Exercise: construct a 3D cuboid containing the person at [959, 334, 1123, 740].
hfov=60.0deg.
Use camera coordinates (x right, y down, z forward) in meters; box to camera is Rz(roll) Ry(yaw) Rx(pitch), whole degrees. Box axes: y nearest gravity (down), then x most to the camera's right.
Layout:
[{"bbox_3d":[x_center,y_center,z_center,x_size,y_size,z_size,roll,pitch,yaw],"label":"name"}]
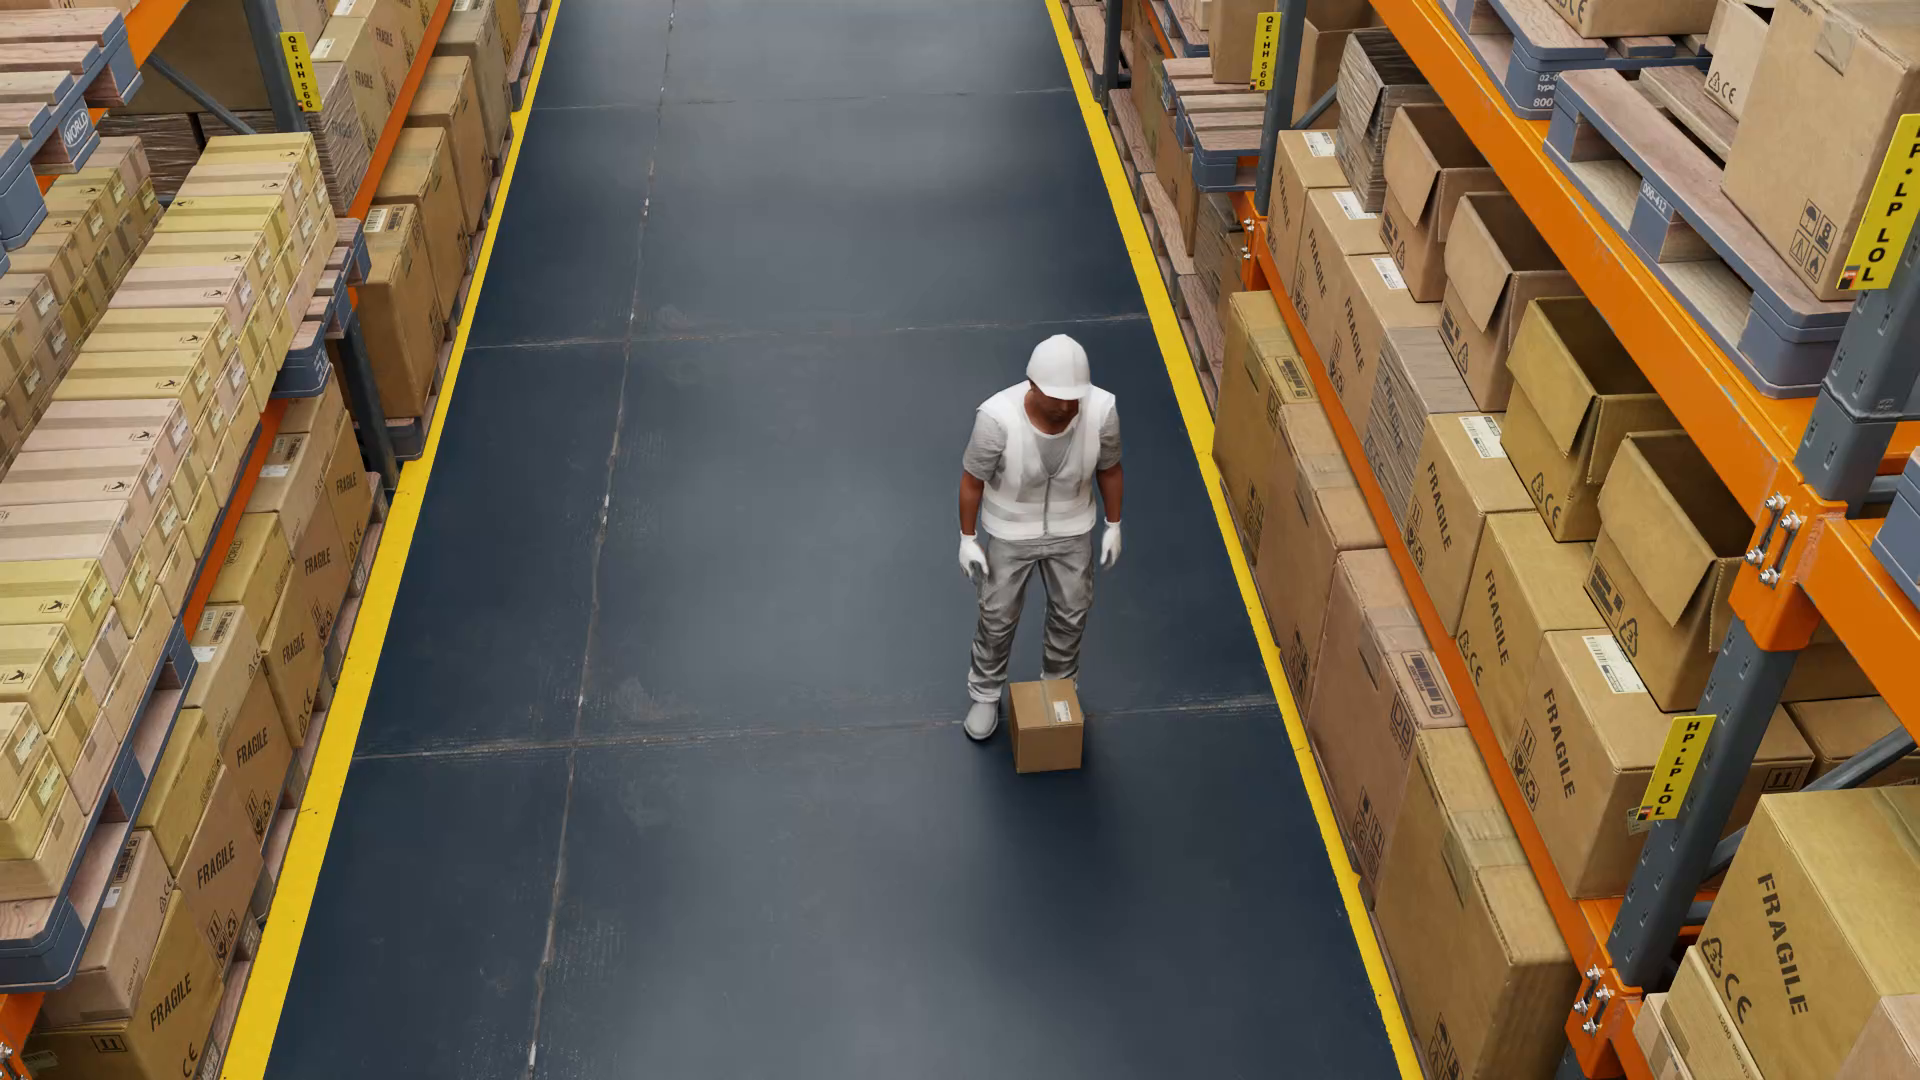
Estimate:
[{"bbox_3d":[0.300,-0.014,6.164,0.625,1.773,0.452,-5,39,-7],"label":"person"}]
